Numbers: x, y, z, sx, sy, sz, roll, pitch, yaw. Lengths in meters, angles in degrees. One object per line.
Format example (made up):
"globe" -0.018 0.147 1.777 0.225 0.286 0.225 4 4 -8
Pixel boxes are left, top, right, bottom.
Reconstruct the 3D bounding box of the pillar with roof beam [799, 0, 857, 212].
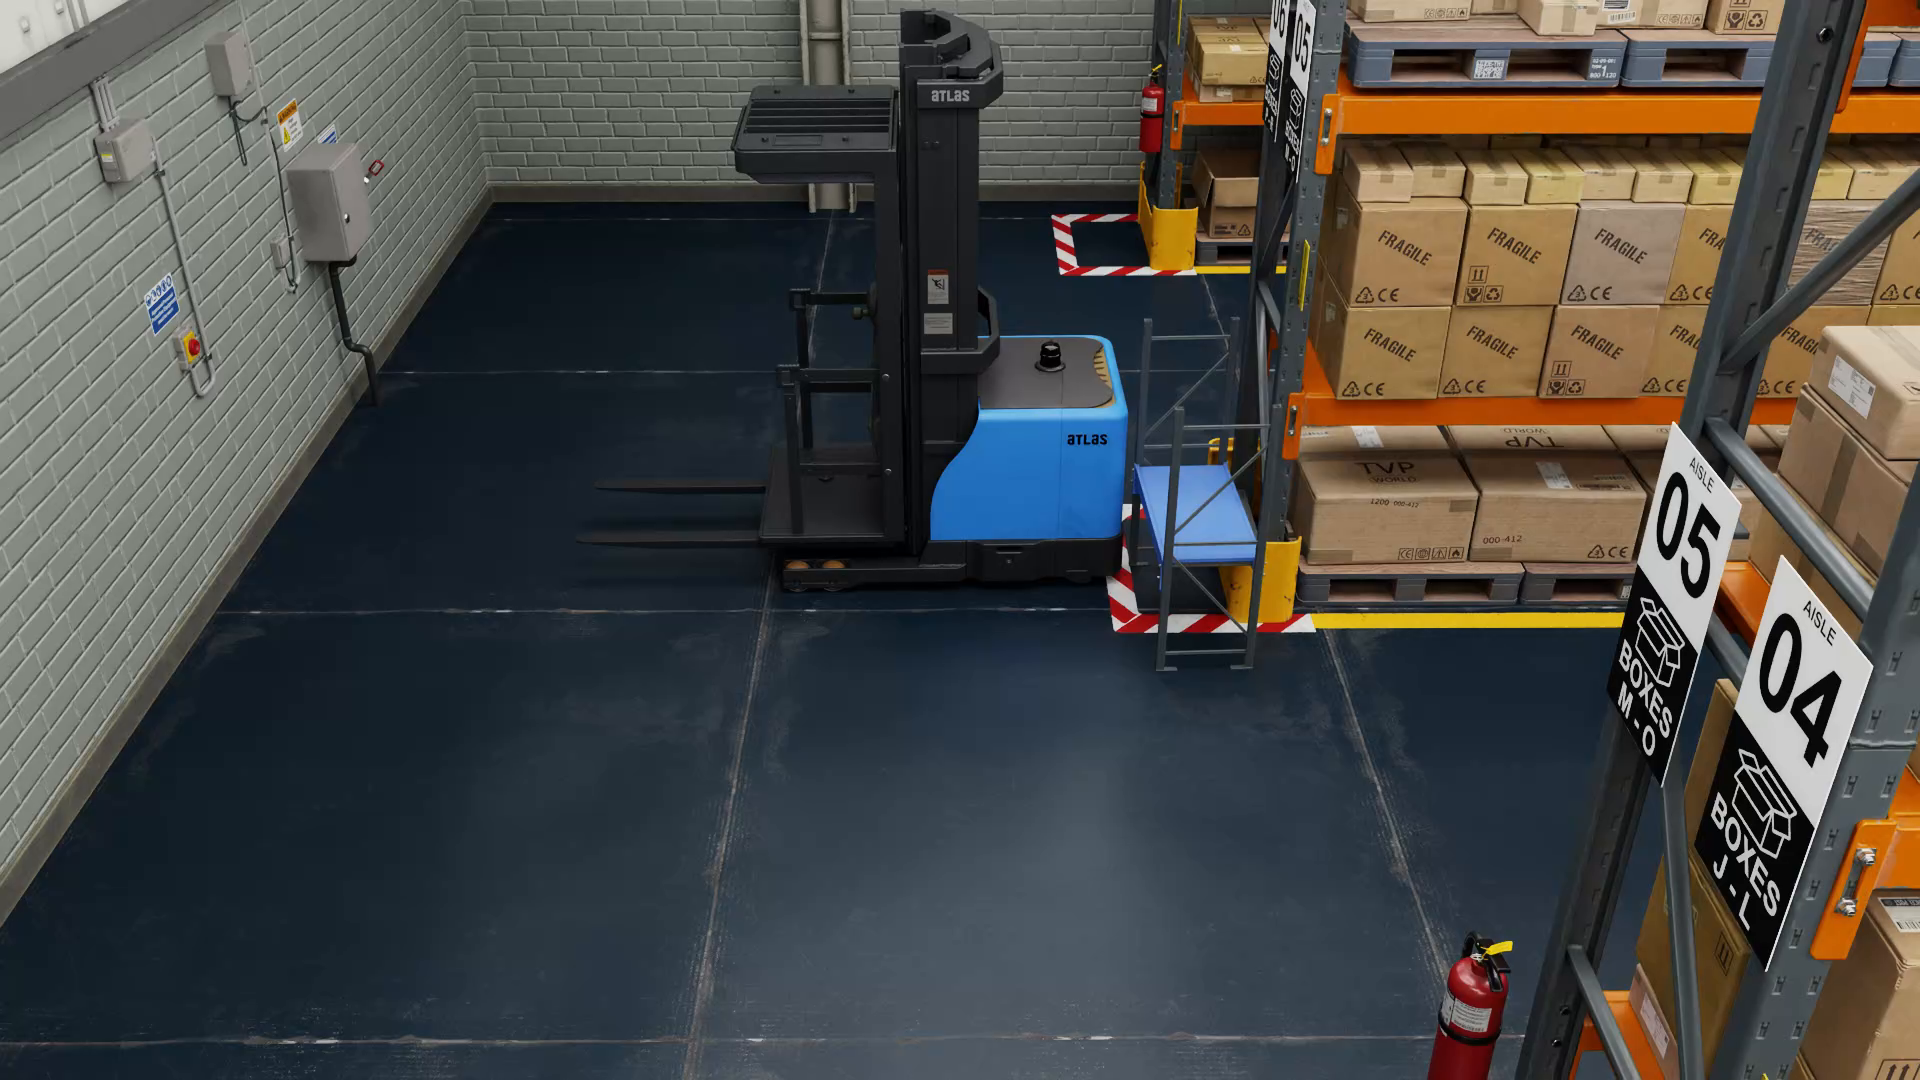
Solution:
"pillar with roof beam" -1.072 -4.507 8.393 0.400 9.000 9.100 0 31 0

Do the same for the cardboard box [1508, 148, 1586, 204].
"cardboard box" 2.779 -1.736 7.923 0.250 0.149 0.380 -1 31 -2

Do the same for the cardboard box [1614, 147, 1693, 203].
"cardboard box" 3.291 -1.743 7.935 0.250 0.149 0.380 0 31 0

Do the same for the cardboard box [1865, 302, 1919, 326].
"cardboard box" 4.660 -1.058 8.396 0.500 0.500 0.500 -1 31 -2

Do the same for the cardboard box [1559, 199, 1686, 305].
"cardboard box" 3.150 -1.477 8.121 0.500 0.500 0.500 0 31 -1

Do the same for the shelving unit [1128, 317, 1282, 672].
"shelving unit" 1.228 -0.243 8.593 0.538 1.500 1.048 -1 31 -2

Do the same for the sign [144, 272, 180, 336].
"sign" -4.062 -1.202 8.468 0.001 0.218 0.327 0 31 0

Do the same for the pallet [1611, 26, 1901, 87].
"pallet" 3.602 -2.399 7.896 1.213 0.211 1.003 0 31 0

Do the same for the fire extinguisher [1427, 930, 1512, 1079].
"fire extinguisher" 1.513 1.379 4.908 0.183 0.674 0.296 0 31 0

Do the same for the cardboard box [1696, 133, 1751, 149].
"cardboard box" 3.797 -2.040 8.425 0.250 0.149 0.380 0 31 0

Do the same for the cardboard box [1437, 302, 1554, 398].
"cardboard box" 2.624 -1.053 8.387 0.500 0.500 0.500 -1 31 -1

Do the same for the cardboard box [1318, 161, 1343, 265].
"cardboard box" 2.118 -1.737 8.550 0.500 0.500 0.500 1 31 1

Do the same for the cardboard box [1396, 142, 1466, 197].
"cardboard box" 2.255 -1.785 8.003 0.250 0.149 0.380 1 31 1

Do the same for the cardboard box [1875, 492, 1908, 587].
"cardboard box" 2.218 0.127 3.309 0.500 0.250 0.500 0 31 0

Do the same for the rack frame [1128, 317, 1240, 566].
"rack frame" 1.204 -0.506 9.027 0.500 1.500 0.032 -1 31 -2

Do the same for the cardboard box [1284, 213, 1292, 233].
"cardboard box" 2.641 -2.611 13.394 0.250 0.149 0.380 -1 31 -2

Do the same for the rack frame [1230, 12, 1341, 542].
"rack frame" 1.637 -1.142 8.629 0.127 3.000 1.000 0 31 0

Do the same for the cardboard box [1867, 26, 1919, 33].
"cardboard box" 4.289 -2.682 7.676 0.637 0.503 0.797 2 31 4

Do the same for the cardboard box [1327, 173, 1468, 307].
"cardboard box" 2.119 -1.466 8.103 0.500 0.500 0.500 -1 31 -1

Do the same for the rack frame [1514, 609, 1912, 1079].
"rack frame" 1.768 1.426 4.398 0.127 3.000 1.000 0 31 0

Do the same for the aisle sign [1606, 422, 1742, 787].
"aisle sign" 1.693 0.159 3.980 0.004 0.787 0.394 0 31 0

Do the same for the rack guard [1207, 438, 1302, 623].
"rack guard" 1.613 -0.073 9.277 0.348 0.500 1.175 0 31 0

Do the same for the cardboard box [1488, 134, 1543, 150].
"cardboard box" 2.758 -2.031 8.410 0.250 0.149 0.380 1 31 1

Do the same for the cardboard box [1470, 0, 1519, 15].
"cardboard box" 2.505 -2.630 7.931 0.250 0.149 0.380 -2 31 -4

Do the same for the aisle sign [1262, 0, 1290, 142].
"aisle sign" 1.563 -2.414 8.220 0.004 0.787 0.394 0 31 0

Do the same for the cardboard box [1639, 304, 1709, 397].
"cardboard box" 3.634 -1.056 8.391 0.500 0.500 0.500 1 31 1

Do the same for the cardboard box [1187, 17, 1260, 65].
"cardboard box" 2.062 -3.919 13.064 0.500 0.250 0.500 1 31 1

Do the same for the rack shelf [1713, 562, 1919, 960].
"rack shelf" 3.768 0.444 3.817 4.000 0.370 1.077 0 31 0

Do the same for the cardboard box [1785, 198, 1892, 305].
"cardboard box" 4.150 -1.476 8.120 0.500 0.500 0.500 0 31 0

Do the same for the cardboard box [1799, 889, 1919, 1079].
"cardboard box" 2.218 0.964 3.811 0.500 0.500 0.500 0 31 -1

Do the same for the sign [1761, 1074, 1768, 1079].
"sign" 1.771 1.337 3.709 0.005 0.325 0.100 0 31 0

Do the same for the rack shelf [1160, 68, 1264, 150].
"rack shelf" 3.603 -3.415 13.070 4.000 0.370 1.077 0 31 0

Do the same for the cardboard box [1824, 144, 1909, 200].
"cardboard box" 4.314 -1.766 7.972 0.250 0.149 0.380 0 31 -1

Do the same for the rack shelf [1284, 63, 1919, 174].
"rack shelf" 3.637 -2.123 8.048 4.000 0.370 1.077 0 31 0

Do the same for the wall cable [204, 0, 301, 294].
"wall cable" -4.022 -2.282 9.529 0.122 1.984 0.588 0 31 0

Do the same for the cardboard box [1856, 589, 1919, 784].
"cardboard box" 2.218 0.338 3.442 0.500 0.250 0.500 1 31 1

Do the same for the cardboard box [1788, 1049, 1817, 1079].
"cardboard box" 2.219 1.398 4.061 0.500 0.500 0.500 1 31 2

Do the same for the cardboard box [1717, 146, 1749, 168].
"cardboard box" 3.806 -1.756 7.956 0.250 0.149 0.380 0 31 0

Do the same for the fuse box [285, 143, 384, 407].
"fuse box" -3.868 -1.651 10.711 0.414 1.711 0.539 0 31 0

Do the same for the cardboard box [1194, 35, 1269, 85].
"cardboard box" 2.059 -3.641 12.607 0.500 0.250 0.500 0 31 0

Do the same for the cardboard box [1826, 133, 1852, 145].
"cardboard box" 4.293 -2.049 8.439 0.250 0.149 0.380 -1 31 -2

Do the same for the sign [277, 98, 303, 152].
"sign" -4.075 -2.526 10.114 0.001 0.242 0.339 0 31 0

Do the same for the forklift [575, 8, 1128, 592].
"forklift" -0.624 -1.246 8.867 3.031 2.935 1.130 -1 31 -1

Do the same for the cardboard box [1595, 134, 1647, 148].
"cardboard box" 3.270 -2.027 8.402 0.250 0.149 0.380 1 31 1

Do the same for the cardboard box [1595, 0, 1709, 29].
"cardboard box" 3.134 -2.587 7.704 0.500 0.311 0.500 0 31 1

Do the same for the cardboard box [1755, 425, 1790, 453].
"cardboard box" 5.008 -0.292 9.294 0.875 0.438 0.875 -1 31 -1

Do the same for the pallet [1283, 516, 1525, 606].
"pallet" 2.436 0.007 9.424 1.213 0.211 1.003 0 31 0

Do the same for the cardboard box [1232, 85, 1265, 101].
"cardboard box" 2.188 -3.493 12.746 0.250 0.149 0.380 1 31 1

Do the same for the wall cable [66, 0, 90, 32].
"wall cable" -4.049 -3.543 6.803 0.029 3.000 0.463 0 31 0

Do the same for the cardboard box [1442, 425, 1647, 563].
"cardboard box" 3.211 -0.287 9.286 0.875 0.438 0.875 1 31 1

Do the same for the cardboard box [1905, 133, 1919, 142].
"cardboard box" 4.808 -2.004 8.364 0.250 0.149 0.380 -1 31 -1

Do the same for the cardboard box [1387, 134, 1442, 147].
"cardboard box" 2.248 -2.008 8.371 0.250 0.149 0.380 0 31 1

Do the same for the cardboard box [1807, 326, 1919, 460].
"cardboard box" 2.099 -0.330 3.678 0.250 0.149 0.380 0 31 -1
